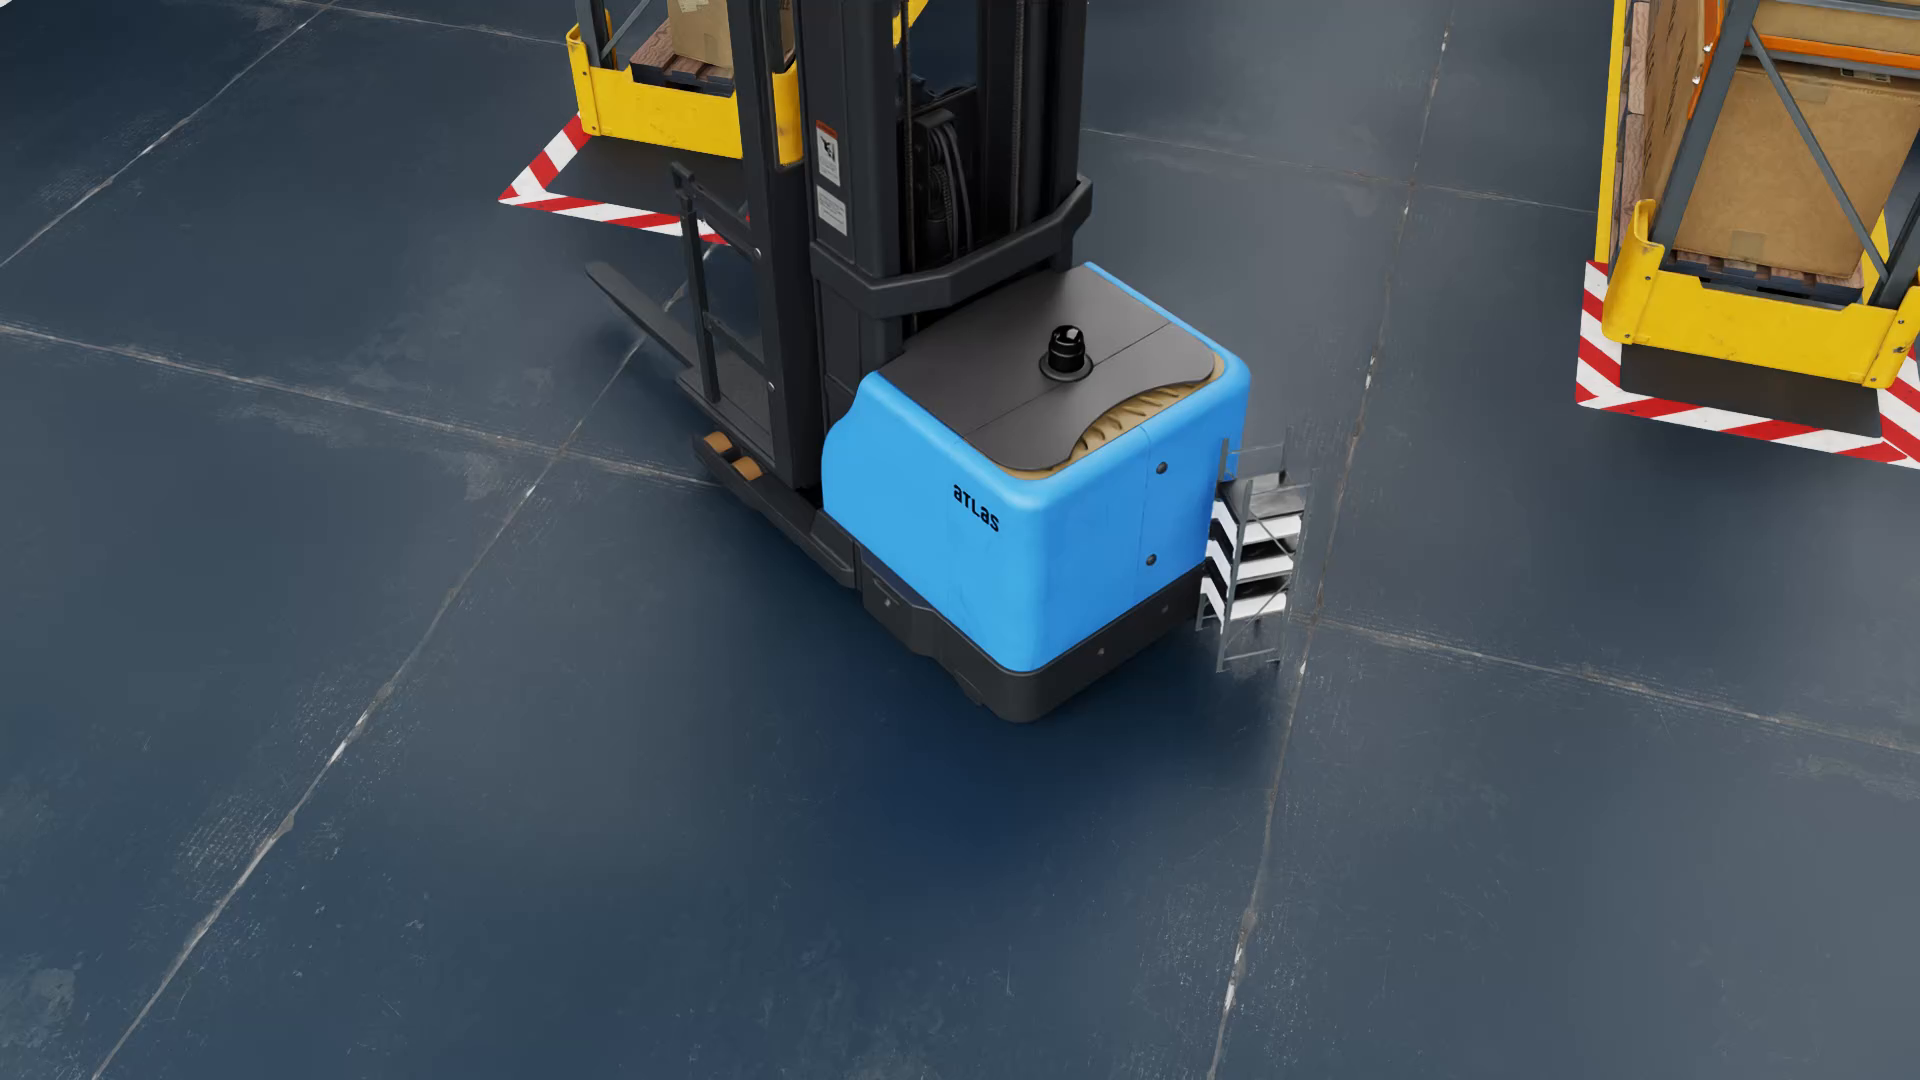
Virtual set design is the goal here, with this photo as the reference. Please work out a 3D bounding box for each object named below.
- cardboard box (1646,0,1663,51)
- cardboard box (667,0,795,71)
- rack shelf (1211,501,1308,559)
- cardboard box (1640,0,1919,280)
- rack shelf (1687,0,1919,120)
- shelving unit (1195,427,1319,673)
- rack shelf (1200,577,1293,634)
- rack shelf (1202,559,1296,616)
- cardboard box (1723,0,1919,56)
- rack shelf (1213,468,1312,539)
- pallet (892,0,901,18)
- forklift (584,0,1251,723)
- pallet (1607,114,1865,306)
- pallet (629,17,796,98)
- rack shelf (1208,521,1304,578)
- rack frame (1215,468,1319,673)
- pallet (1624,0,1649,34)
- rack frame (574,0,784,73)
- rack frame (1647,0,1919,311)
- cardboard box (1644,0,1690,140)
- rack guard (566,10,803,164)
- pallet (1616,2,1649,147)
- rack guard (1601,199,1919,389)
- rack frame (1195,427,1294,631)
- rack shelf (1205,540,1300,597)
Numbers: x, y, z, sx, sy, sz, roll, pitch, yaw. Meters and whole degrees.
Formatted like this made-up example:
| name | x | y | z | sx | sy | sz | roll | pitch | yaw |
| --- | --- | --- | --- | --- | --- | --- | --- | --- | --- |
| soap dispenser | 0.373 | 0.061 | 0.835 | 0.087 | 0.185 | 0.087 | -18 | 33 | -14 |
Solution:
| name | x | y | z | sx | sy | sz | roll | pitch | yaw |
| --- | --- | --- | --- | --- | --- | --- | --- | --- | --- |
| cardboard box | 4.051 | -2.991 | 8.381 | 0.875 | 0.875 | 0.875 | 13 | 46 | 13 |
| cardboard box | -1.126 | -2.728 | 8.380 | 0.500 | 0.500 | 0.500 | 21 | 48 | 20 |
| rack shelf | 0.979 | -0.055 | 5.453 | 0.258 | 0.077 | 0.200 | -10 | 45 | -10 |
| cardboard box | 3.508 | -1.797 | 7.161 | 0.875 | 0.875 | 0.875 | 13 | 46 | 13 |
| rack shelf | 3.971 | -3.016 | 7.702 | 1.077 | 0.370 | 4.000 | 13 | 46 | 13 |
| shelving unit | 0.979 | 0.050 | 5.556 | 0.258 | 0.900 | 0.210 | -10 | 45 | -10 |
| rack shelf | 0.979 | 0.202 | 5.705 | 0.258 | 0.077 | 0.200 | -10 | 45 | -10 |
| rack shelf | 0.979 | 0.138 | 5.642 | 0.258 | 0.077 | 0.200 | -10 | 45 | -10 |
| cardboard box | 3.435 | -2.251 | 6.298 | 0.875 | 0.550 | 0.550 | 13 | 46 | 13 |
| rack shelf | 0.979 | -0.120 | 5.390 | 0.258 | 0.077 | 0.200 | -10 | 45 | -10 |
| pallet | -0.657 | -3.457 | 9.632 | 1.003 | 0.211 | 1.213 | 13 | 46 | 13 |
| forklift | -0.384 | -1.405 | 5.590 | 1.130 | 2.935 | 3.031 | -30 | 52 | -27 |
| pallet | 3.533 | -1.493 | 7.625 | 1.003 | 0.211 | 1.213 | 13 | 46 | 13 |
| pallet | -1.028 | -2.646 | 8.803 | 1.003 | 0.211 | 1.213 | 13 | 46 | 13 |
| rack shelf | 0.979 | 0.009 | 5.516 | 0.258 | 0.077 | 0.200 | -10 | 45 | -10 |
| rack frame | 1.005 | 0.118 | 5.486 | 0.240 | 0.900 | 0.006 | -10 | 45 | -10 |
| pallet | 4.272 | -3.120 | 9.287 | 1.003 | 0.211 | 1.213 | 13 | 46 | 13 |
| rack frame | -1.331 | -3.058 | 7.231 | 1.000 | 3.000 | 0.127 | 13 | 46 | 13 |
| rack frame | 3.366 | -1.940 | 6.088 | 1.000 | 3.000 | 0.127 | 13 | 46 | 13 |
| cardboard box | 3.773 | -2.384 | 7.760 | 0.875 | 0.875 | 0.875 | 12 | 46 | 12 |
| rack guard | -1.308 | -2.215 | 8.157 | 1.175 | 0.500 | 0.348 | 13 | 46 | 13 |
| pallet | 3.905 | -2.304 | 8.453 | 1.003 | 0.211 | 1.213 | 13 | 46 | 13 |
| rack guard | 3.359 | -1.031 | 6.946 | 1.175 | 0.500 | 0.348 | 13 | 46 | 13 |
| rack frame | 0.954 | -0.019 | 5.626 | 0.240 | 0.900 | 0.006 | -10 | 45 | -10 |
| rack shelf | 0.979 | 0.073 | 5.579 | 0.258 | 0.077 | 0.200 | -10 | 45 | -10 |
